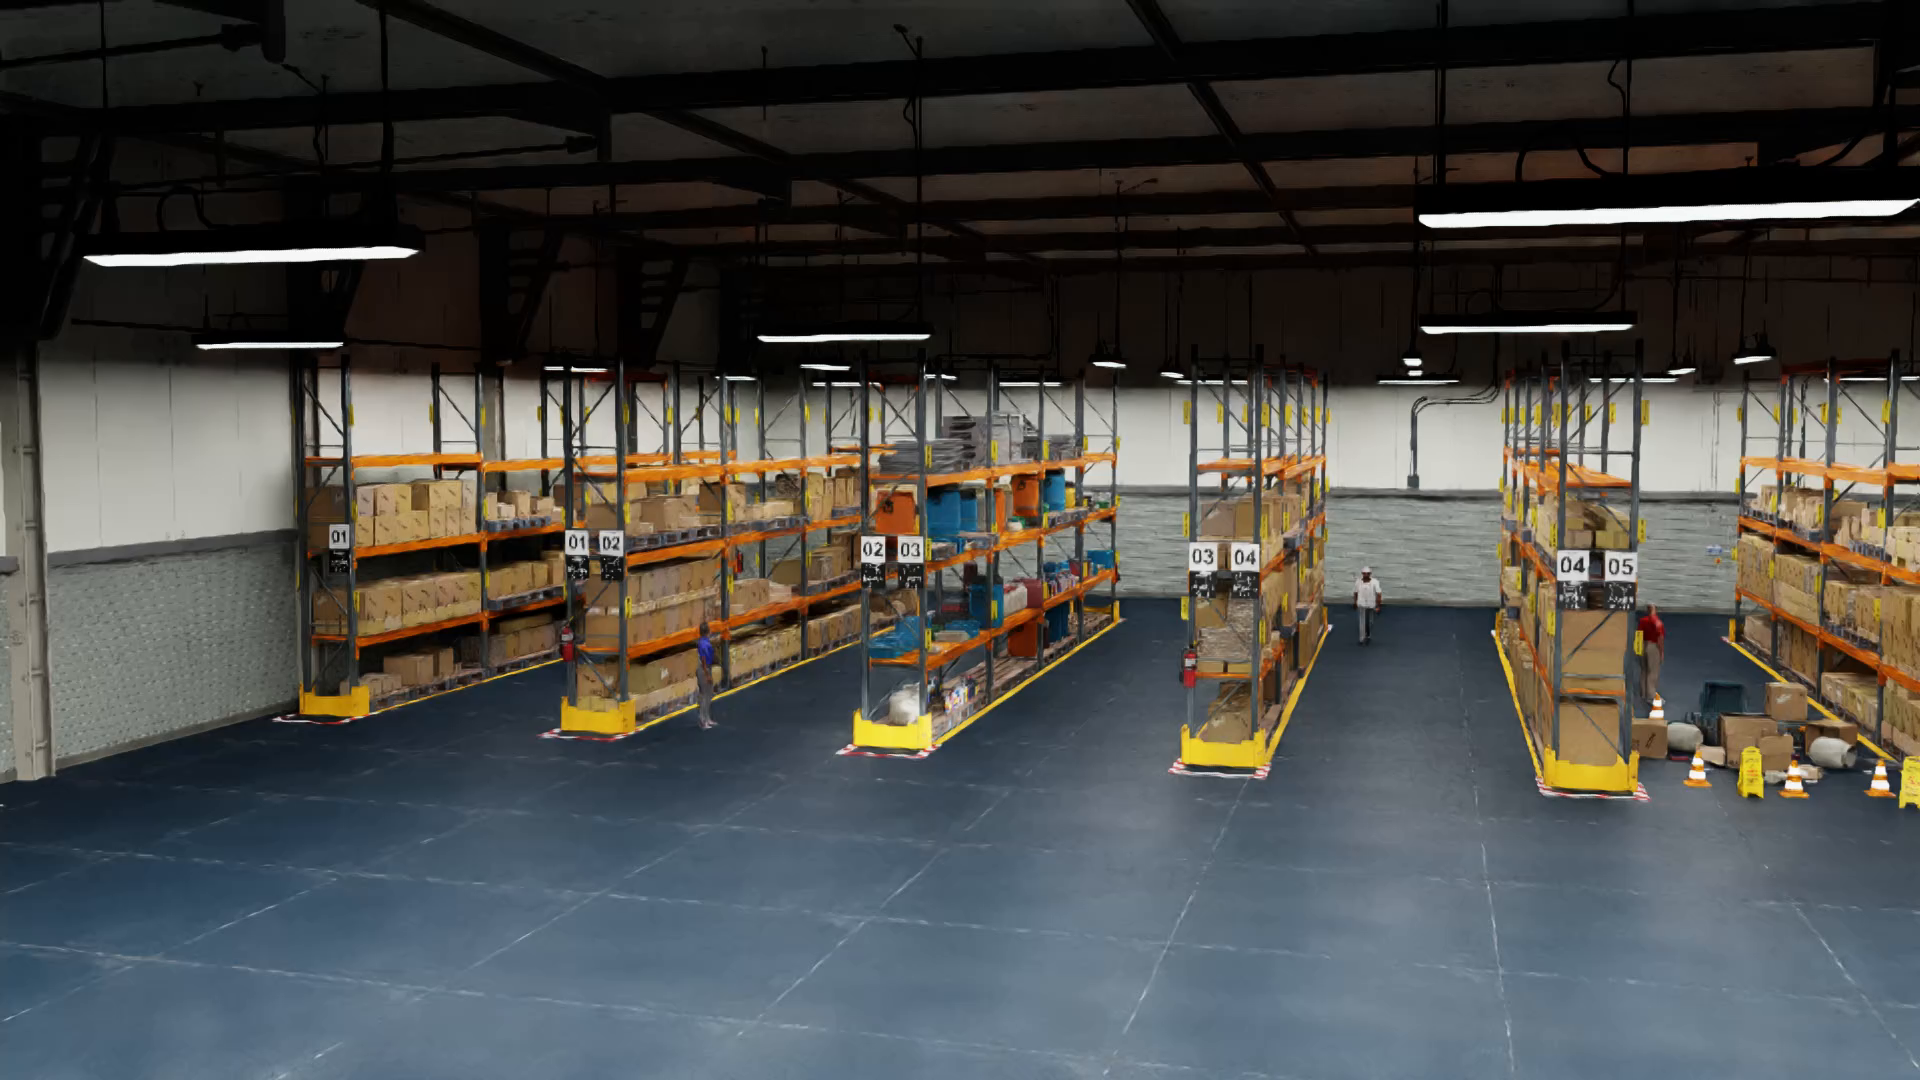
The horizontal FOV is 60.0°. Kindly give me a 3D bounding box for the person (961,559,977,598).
[{"bbox_3d":[0.253,1.081,40.302,0.527,1.776,0.670,1,5,19],"label":"person"}]

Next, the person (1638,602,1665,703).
[{"bbox_3d":[12.109,1.949,29.047,0.449,1.737,0.595,-1,4,-16],"label":"person"}]

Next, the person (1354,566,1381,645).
[{"bbox_3d":[8.924,1.416,36.435,0.589,1.716,1.043,1,4,15],"label":"person"}]

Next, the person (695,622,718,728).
[{"bbox_3d":[-4.093,2.196,26.834,0.359,1.711,0.526,-1,4,-13],"label":"person"}]
